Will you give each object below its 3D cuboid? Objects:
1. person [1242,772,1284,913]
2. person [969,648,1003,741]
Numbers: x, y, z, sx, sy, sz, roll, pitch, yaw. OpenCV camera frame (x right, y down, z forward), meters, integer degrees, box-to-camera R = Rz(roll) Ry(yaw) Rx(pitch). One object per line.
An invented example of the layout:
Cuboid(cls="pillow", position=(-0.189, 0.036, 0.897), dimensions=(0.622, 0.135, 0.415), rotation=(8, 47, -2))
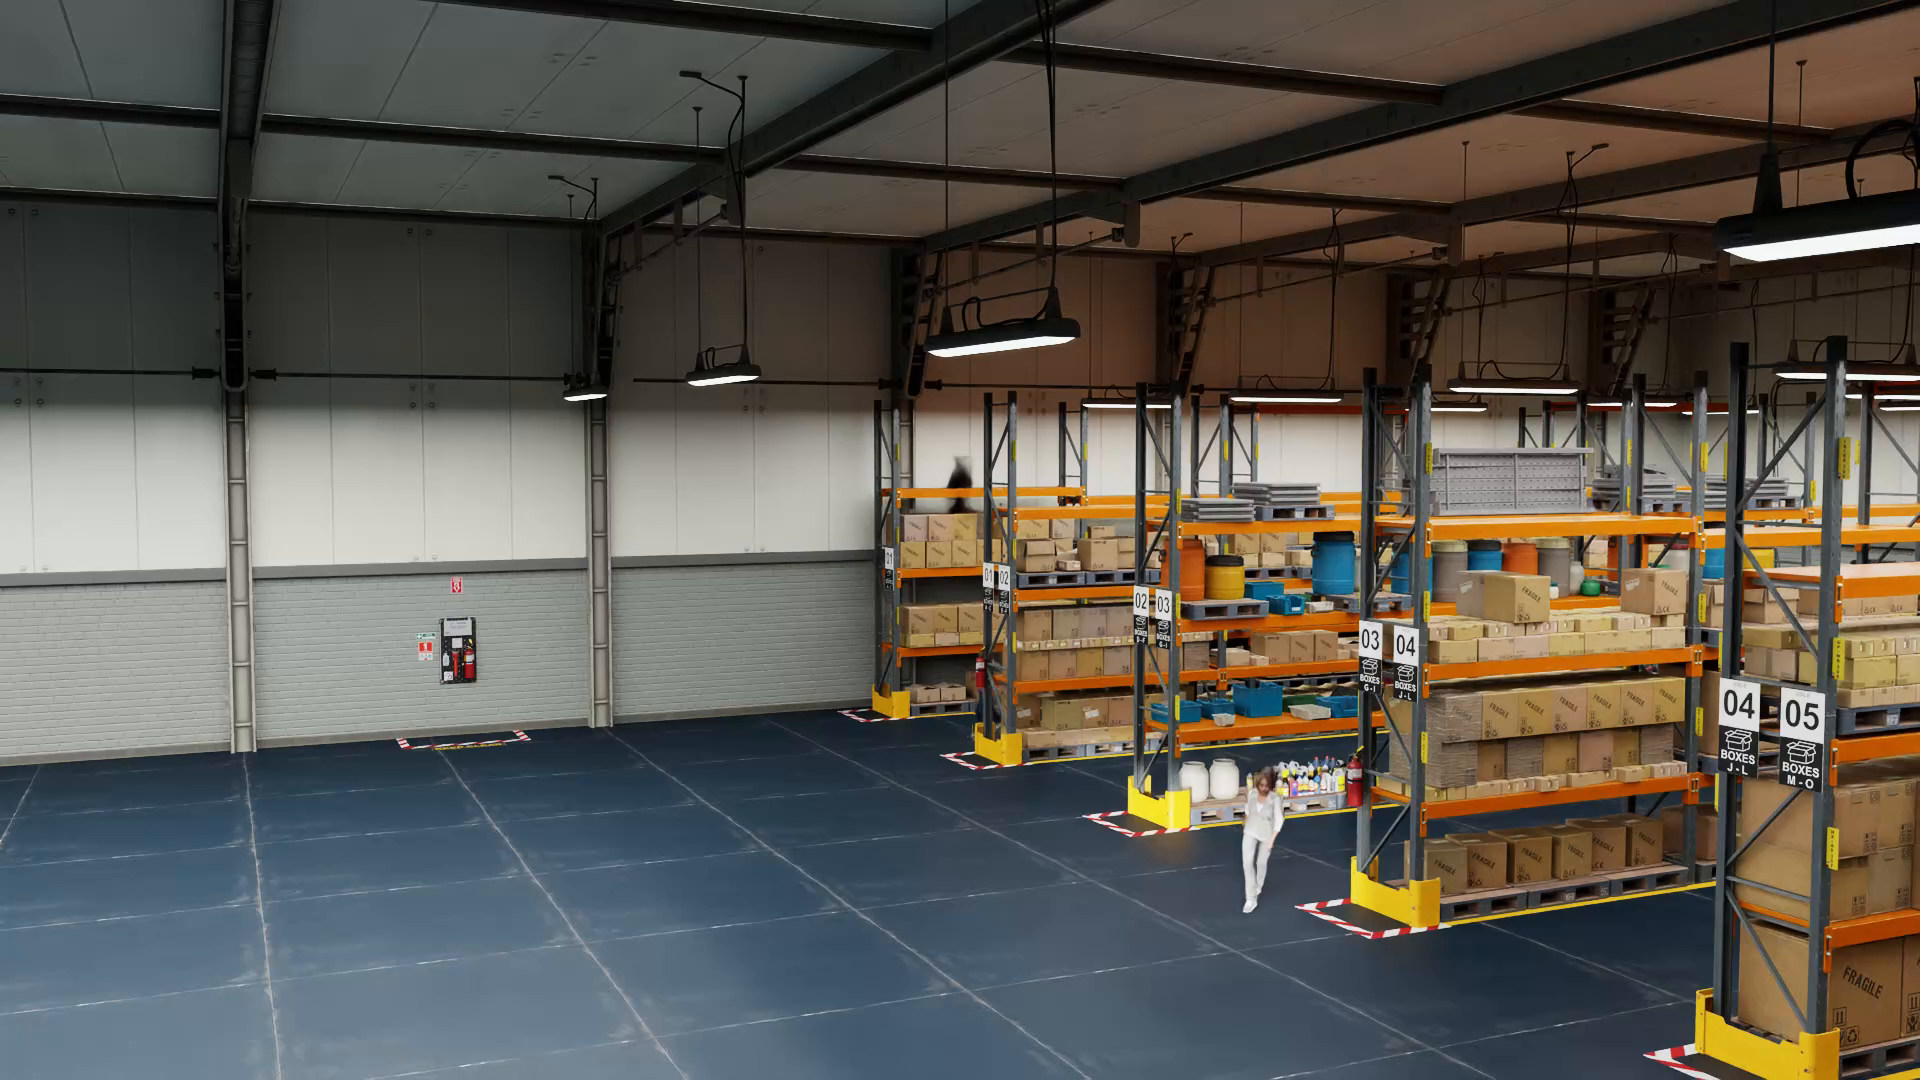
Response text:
Cuboid(cls="person", position=(3.383, 3.310, 18.527), dimensions=(0.448, 1.518, 0.876), rotation=(1, 3, 15))
Cuboid(cls="person", position=(0.506, 2.669, 29.085), dimensions=(0.843, 1.616, 0.581), rotation=(-2, 4, -36))
